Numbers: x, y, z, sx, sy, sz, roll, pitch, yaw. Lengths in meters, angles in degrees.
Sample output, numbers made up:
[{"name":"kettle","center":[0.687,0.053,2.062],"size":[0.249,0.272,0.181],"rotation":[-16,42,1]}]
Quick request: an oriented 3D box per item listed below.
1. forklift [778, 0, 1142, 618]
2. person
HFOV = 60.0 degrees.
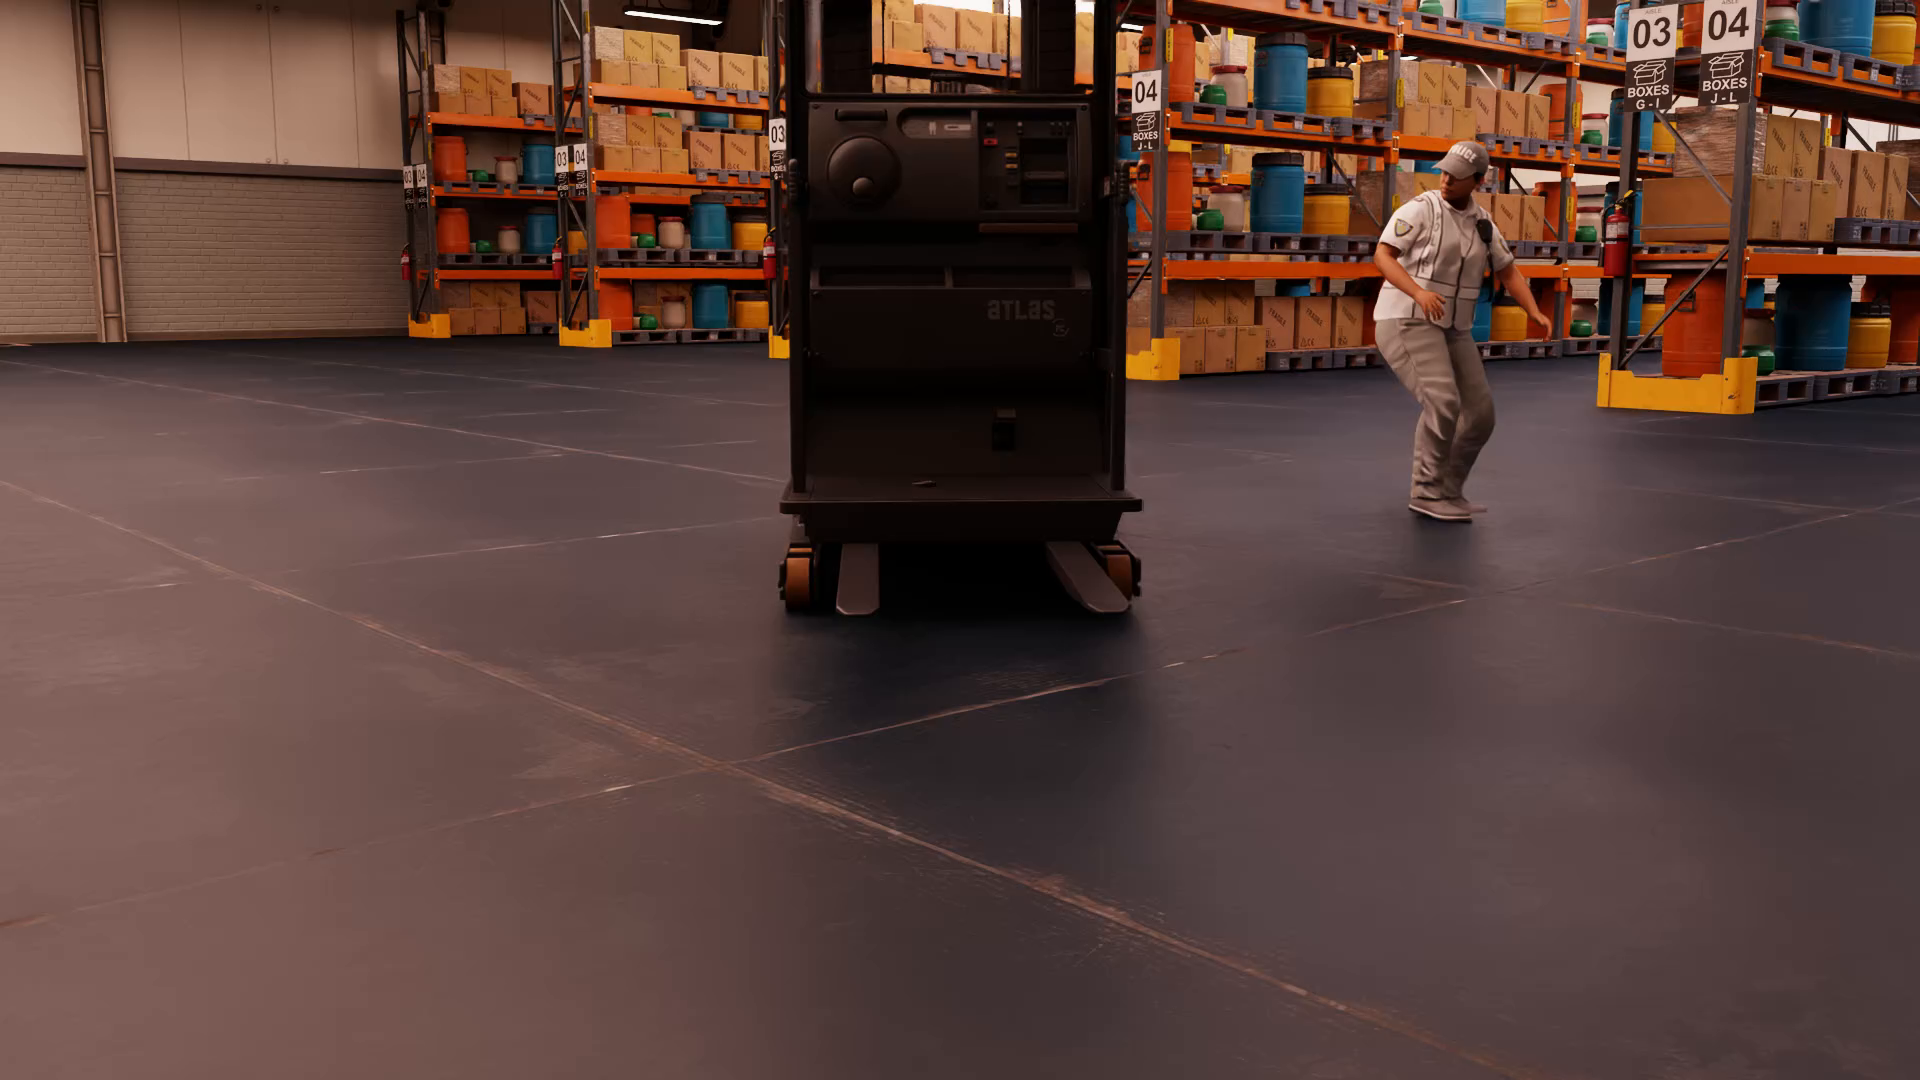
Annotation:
[{"name":"forklift","center":[-0.018,-1.285,5.258],"size":[1.130,2.935,3.031],"rotation":[0,9,-3]},{"name":"person","center":[2.122,-0.884,7.147],"size":[0.720,1.619,0.597],"rotation":[-5,10,-28]}]
